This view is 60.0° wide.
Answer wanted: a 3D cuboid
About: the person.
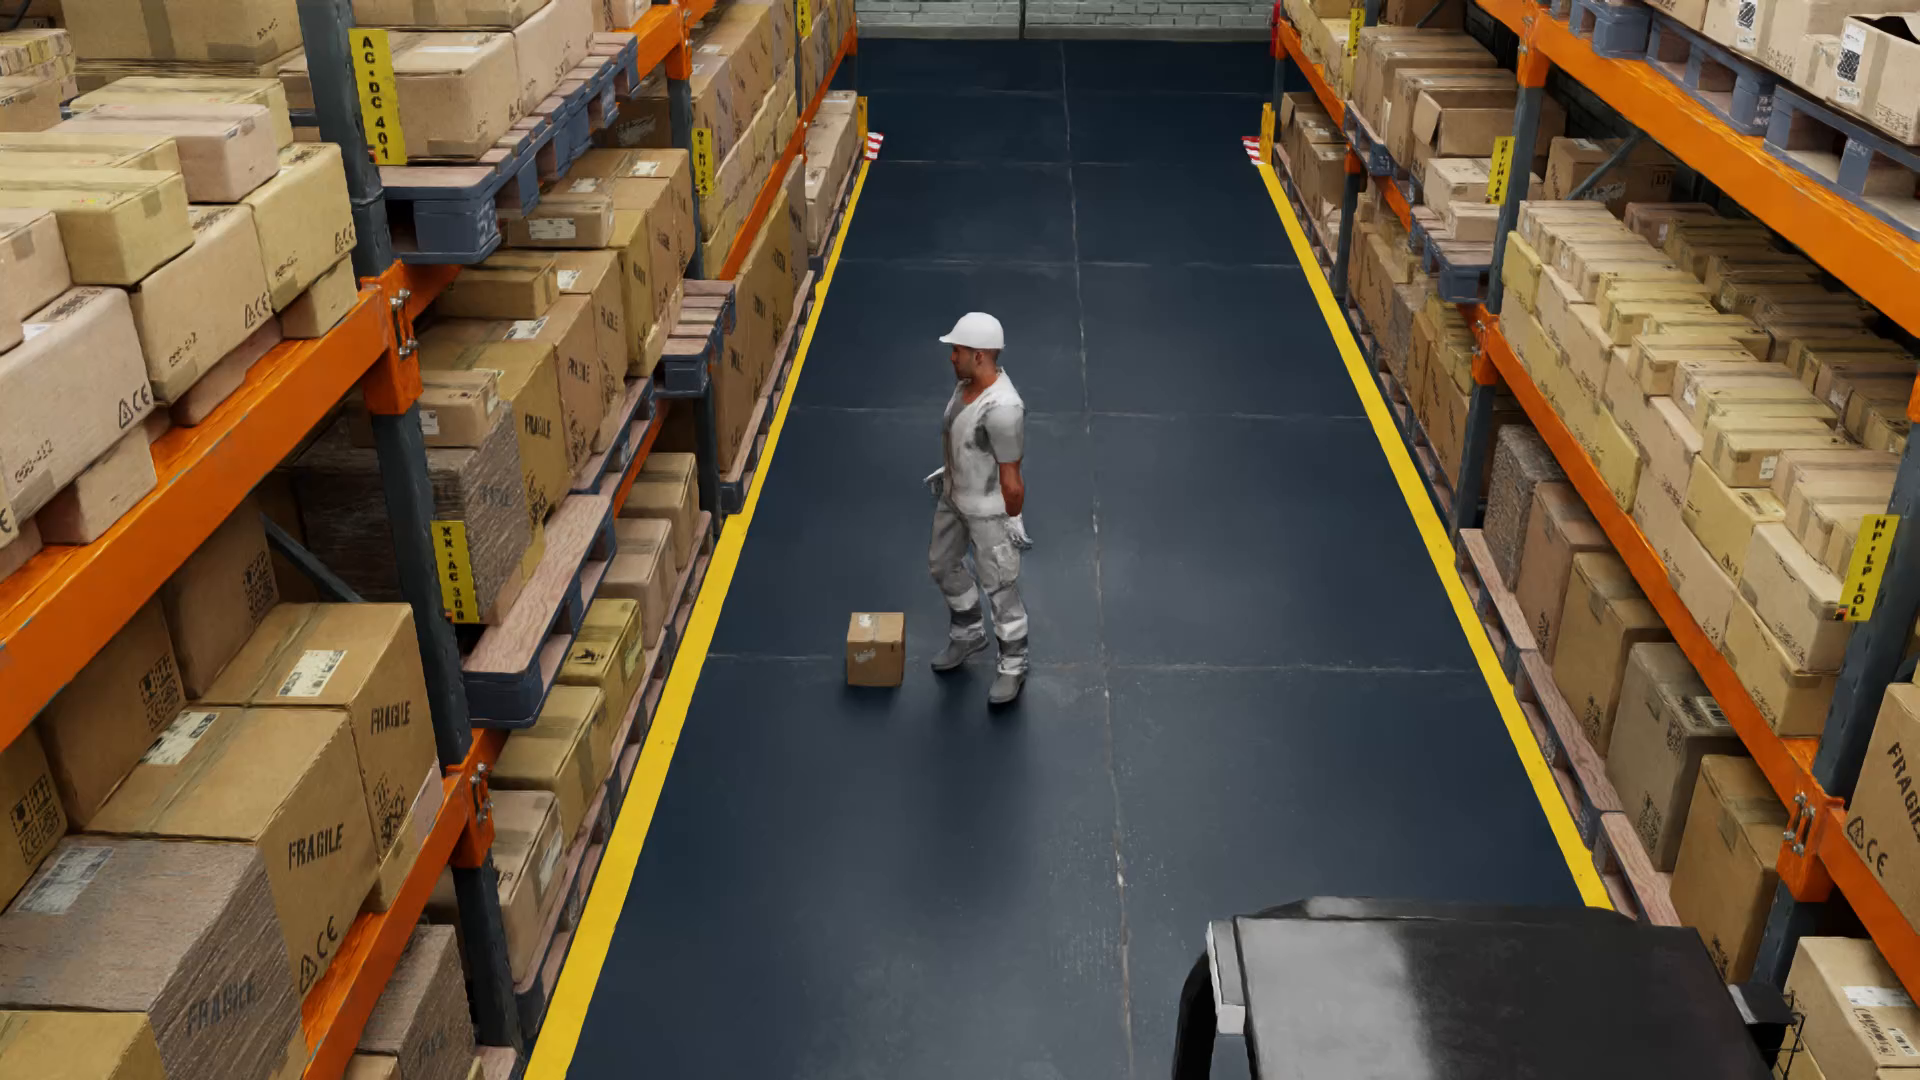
[{"bbox_3d":[0.083,-0.169,7.367,0.379,1.804,0.671,-11,30,-21],"label":"person"}]
